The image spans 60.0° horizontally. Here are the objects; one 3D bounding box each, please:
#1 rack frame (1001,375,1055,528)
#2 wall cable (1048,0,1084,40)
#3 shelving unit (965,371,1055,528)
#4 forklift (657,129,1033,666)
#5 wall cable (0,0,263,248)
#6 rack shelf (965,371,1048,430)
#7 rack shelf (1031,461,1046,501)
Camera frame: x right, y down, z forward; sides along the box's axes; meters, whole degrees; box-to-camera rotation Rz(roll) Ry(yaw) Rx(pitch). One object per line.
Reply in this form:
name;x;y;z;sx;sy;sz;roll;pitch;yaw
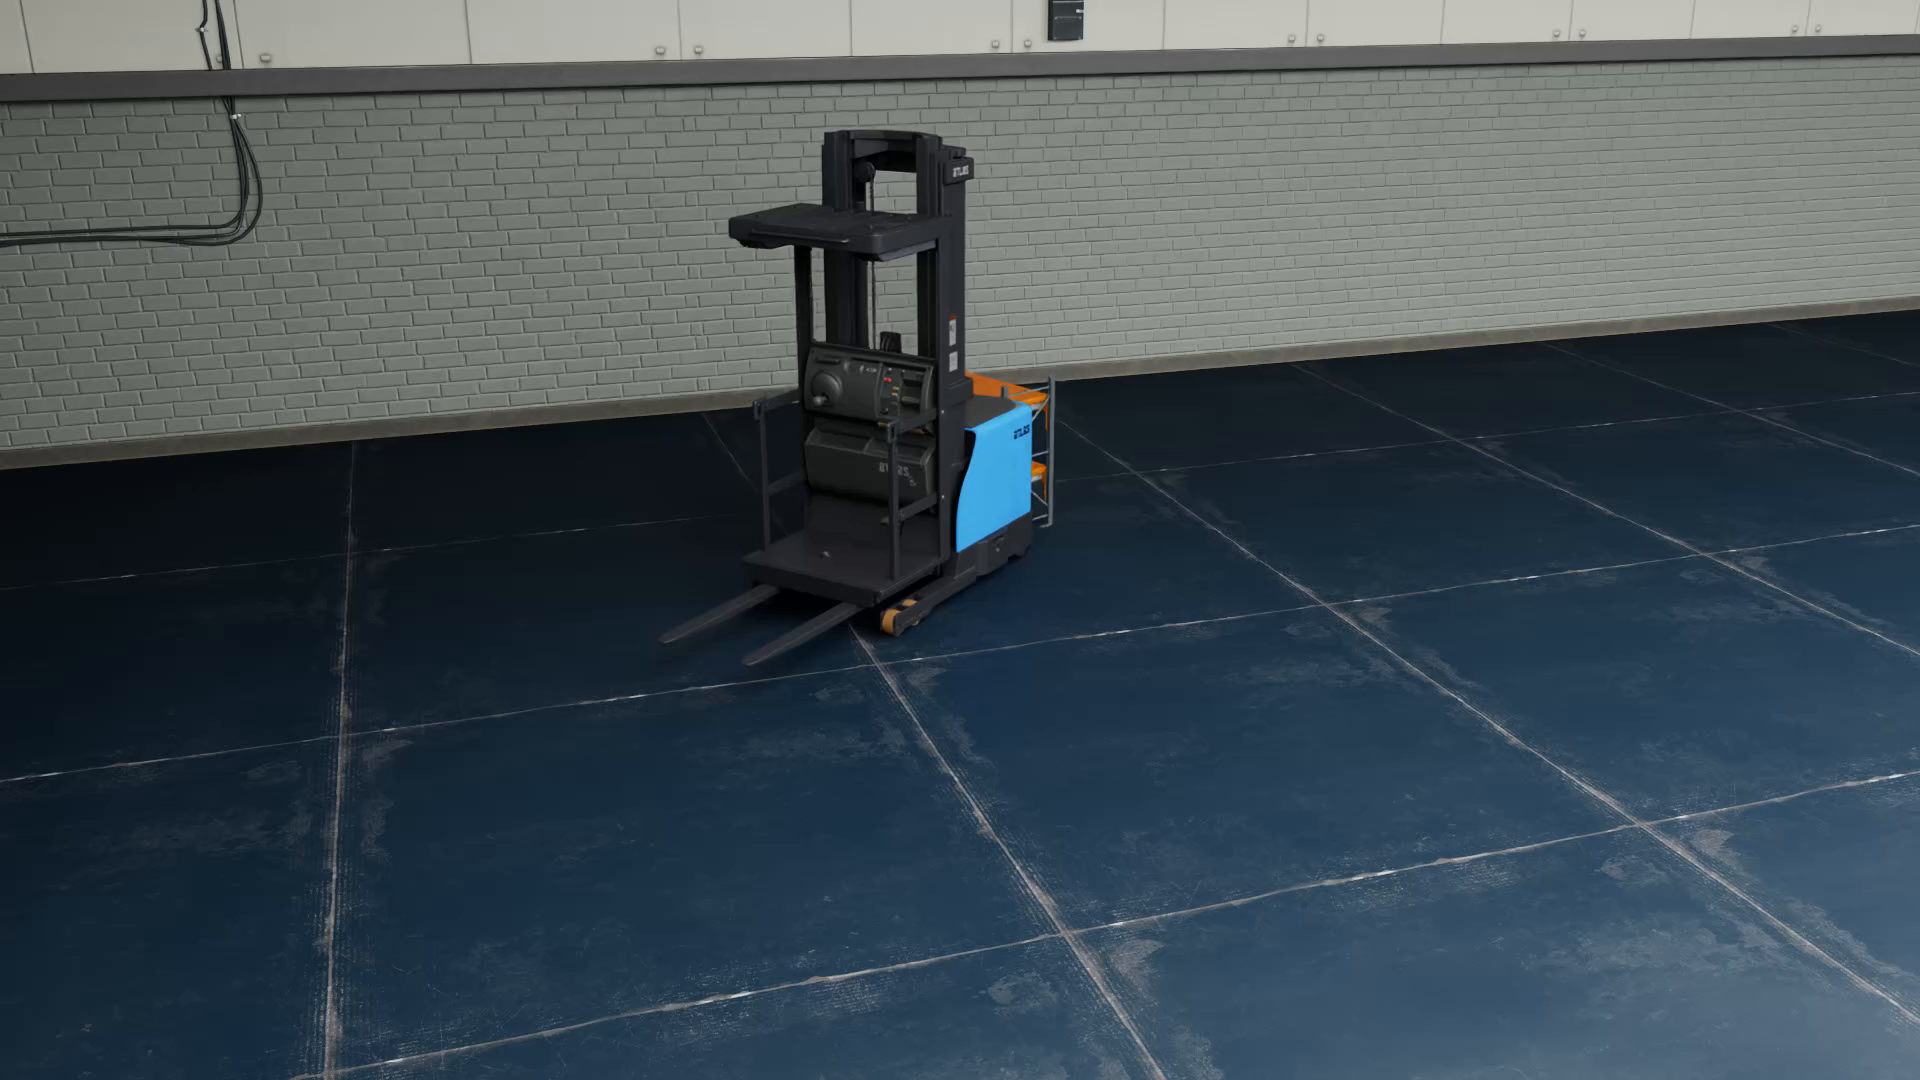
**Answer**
rack frame;0.482;-0.592;11.902;0.500;1.125;0.032;-17;26;-38
wall cable;1.914;-7.478;14.393;2.305;6.003;0.169;-6;21;-17
shelving unit;0.146;-0.721;12.261;0.538;1.125;1.048;-17;26;-38
forklift;-0.686;-0.965;10.266;1.130;2.935;3.031;12;23;29
wall cable;-7.103;-3.412;12.699;3.097;2.526;0.112;-6;21;-17
rack shelf;0.146;-0.997;12.162;0.538;0.278;1.000;-17;26;-38
rack shelf;0.146;-0.491;12.343;0.538;0.278;1.000;-17;26;-38
